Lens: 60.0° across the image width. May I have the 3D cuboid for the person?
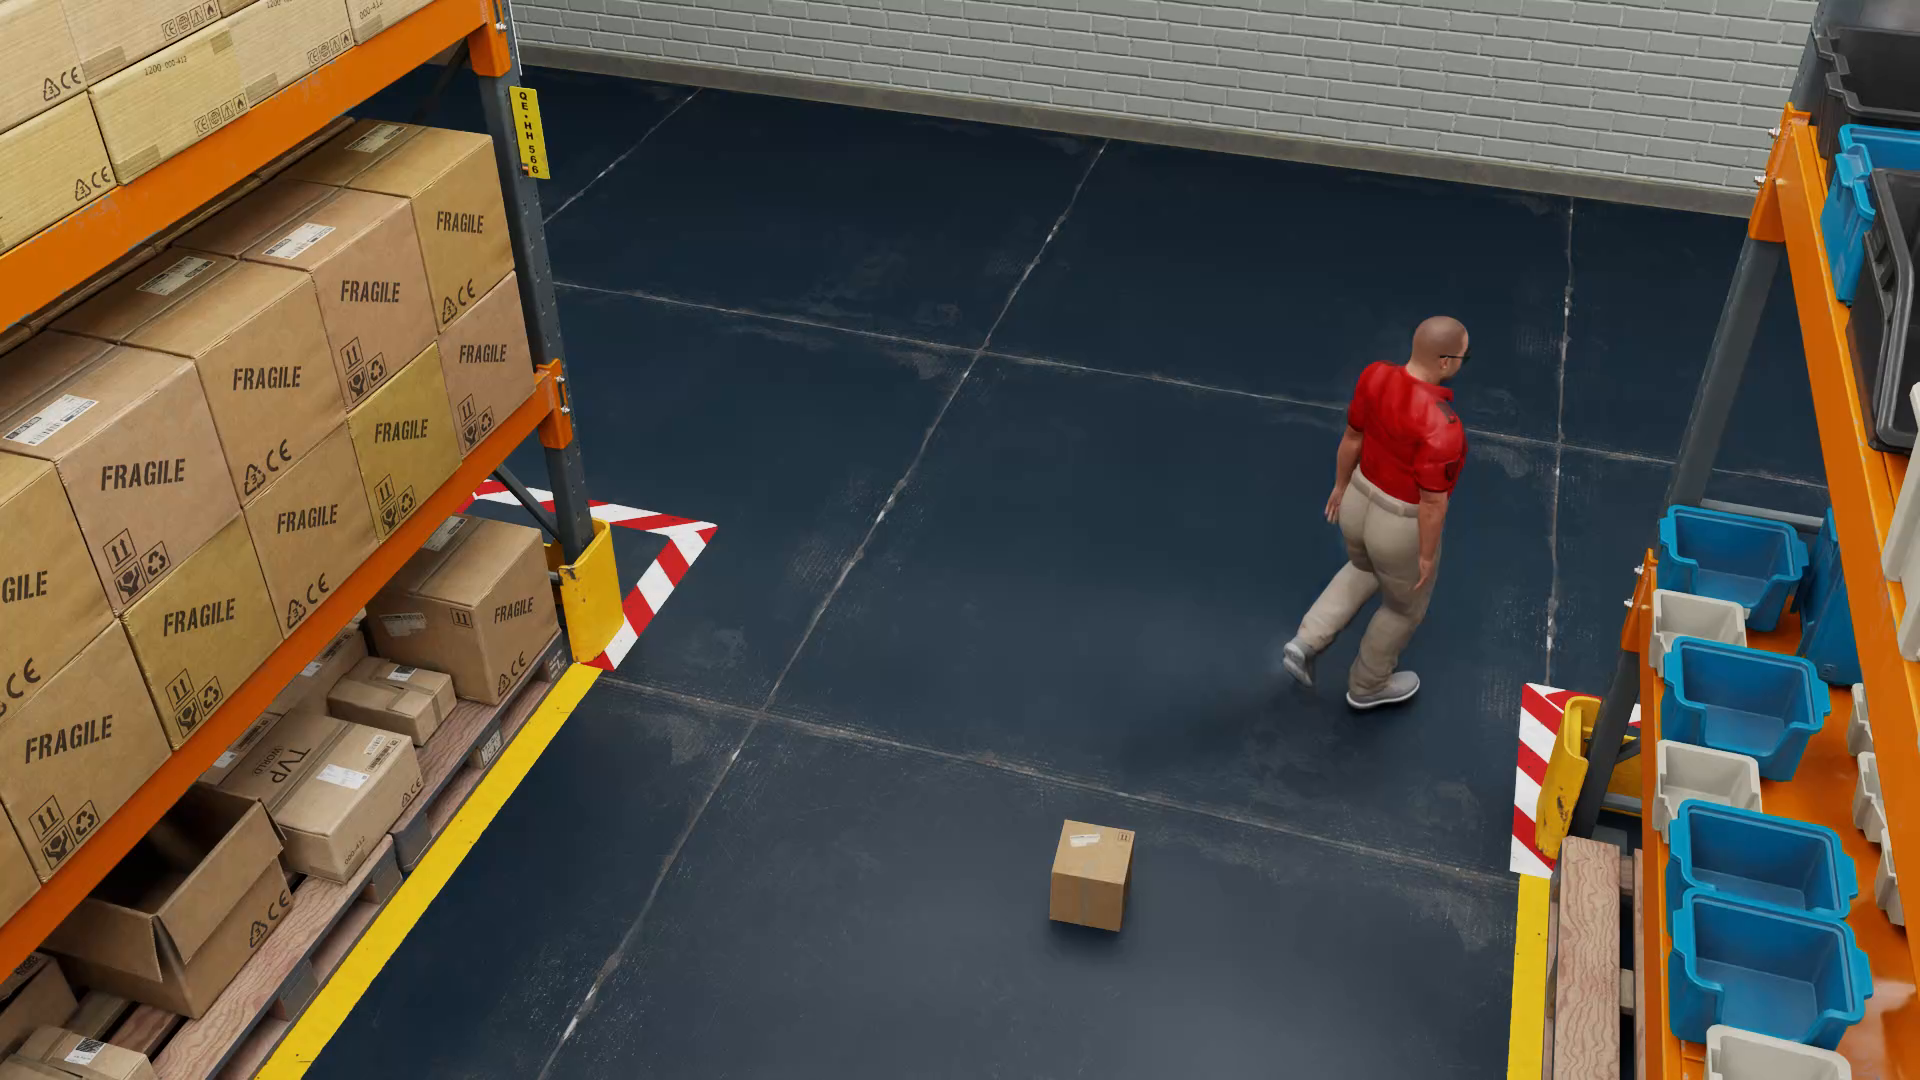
[{"bbox_3d":[1.579,-0.072,6.213,0.536,1.713,0.562,-17,40,-22],"label":"person"}]
